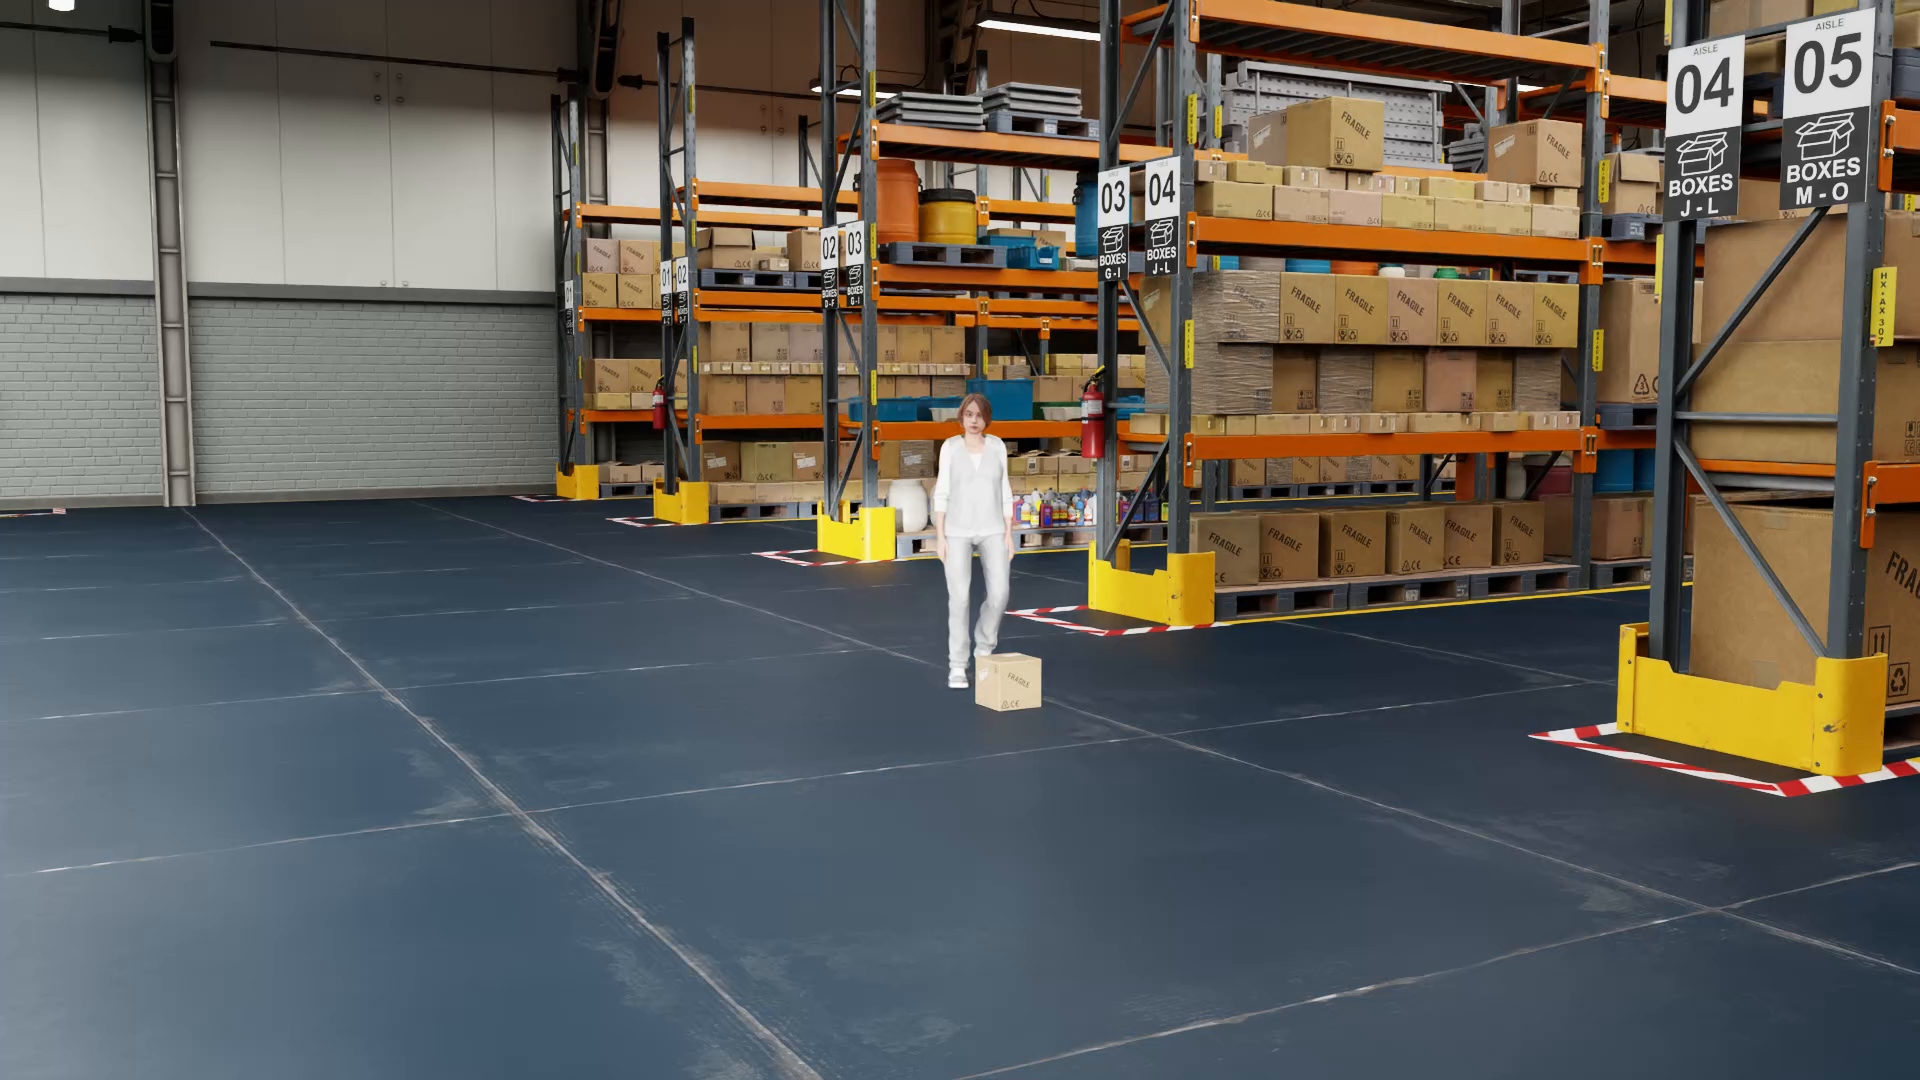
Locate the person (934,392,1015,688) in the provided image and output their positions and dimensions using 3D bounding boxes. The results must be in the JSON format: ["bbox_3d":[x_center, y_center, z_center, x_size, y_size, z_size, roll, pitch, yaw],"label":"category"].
[{"bbox_3d":[0.076,-0.004,9.088,0.436,1.603,0.394,0,5,-4],"label":"person"}]
